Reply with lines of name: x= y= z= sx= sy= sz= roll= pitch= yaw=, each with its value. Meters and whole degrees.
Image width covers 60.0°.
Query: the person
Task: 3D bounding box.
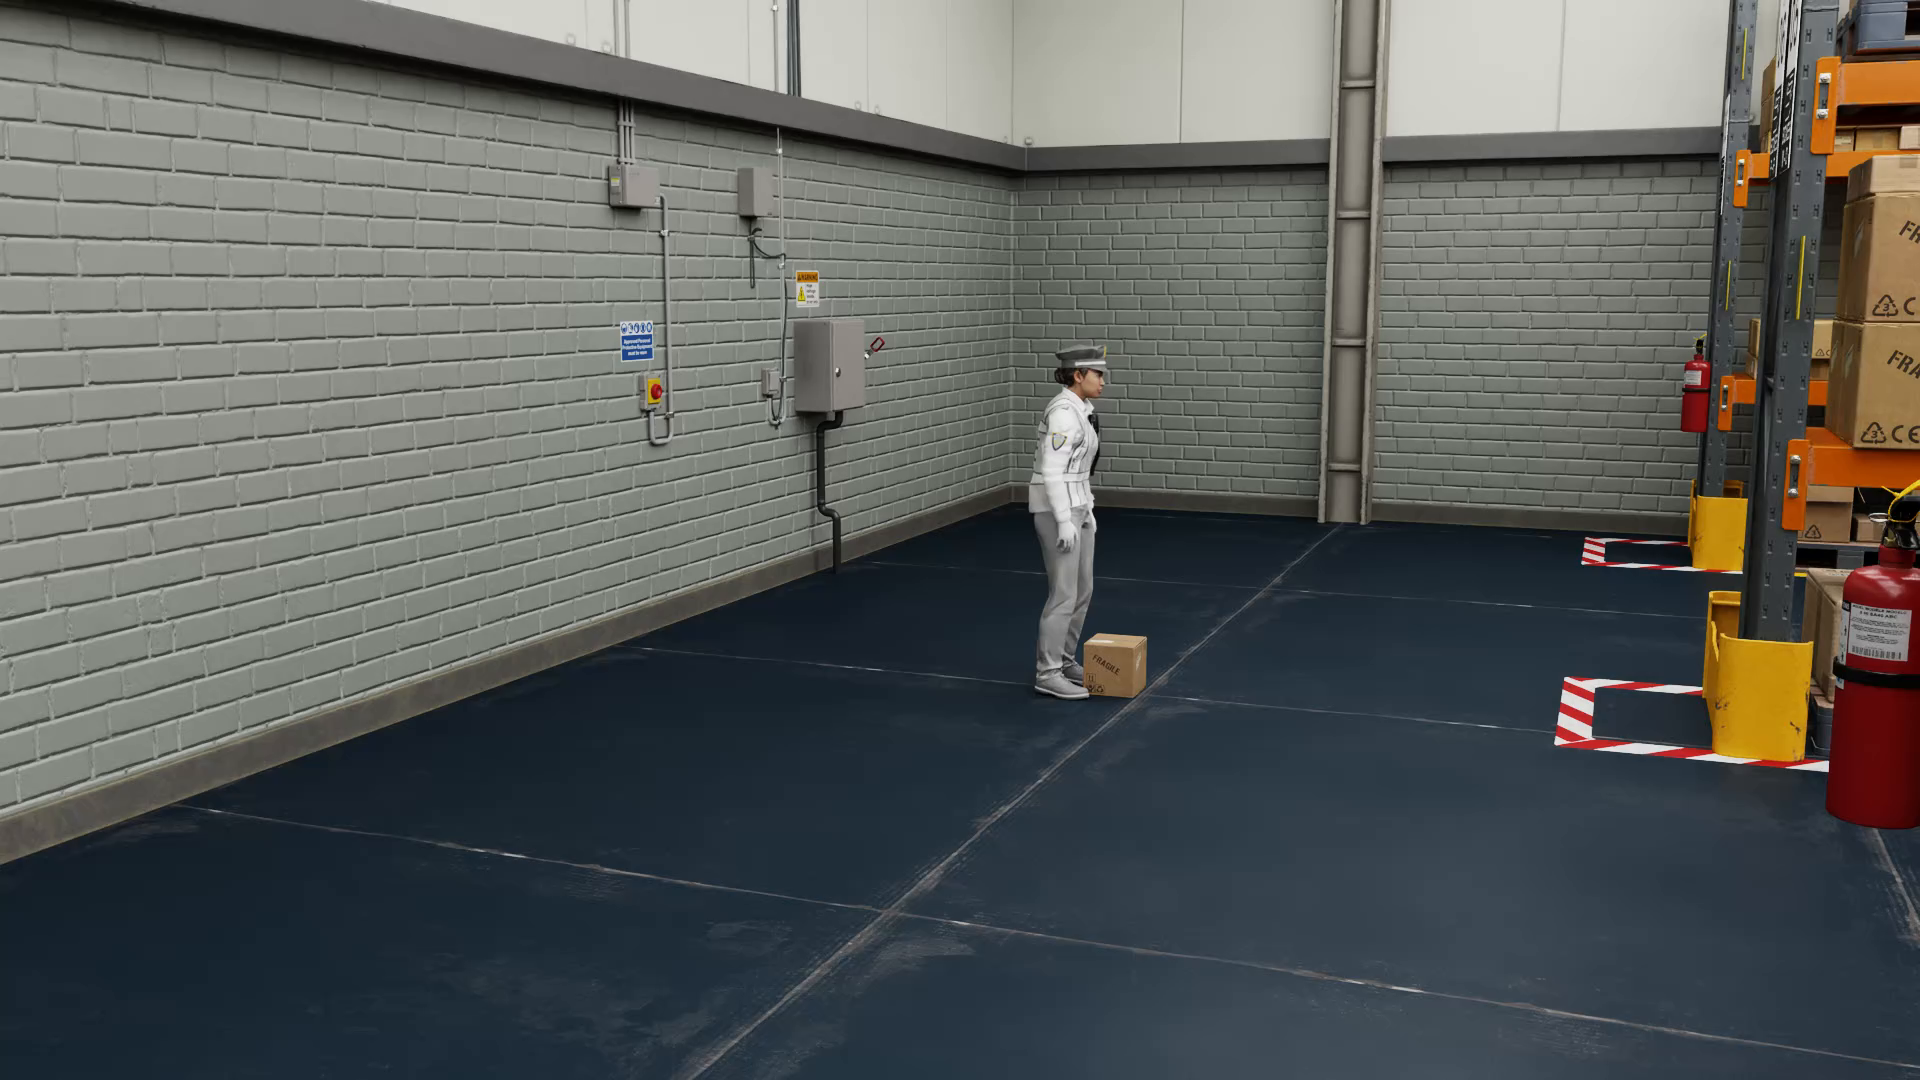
person: x=0.528 y=-0.106 z=8.019 sx=0.370 sy=1.666 sz=0.544 roll=3 pitch=9 yaw=19
